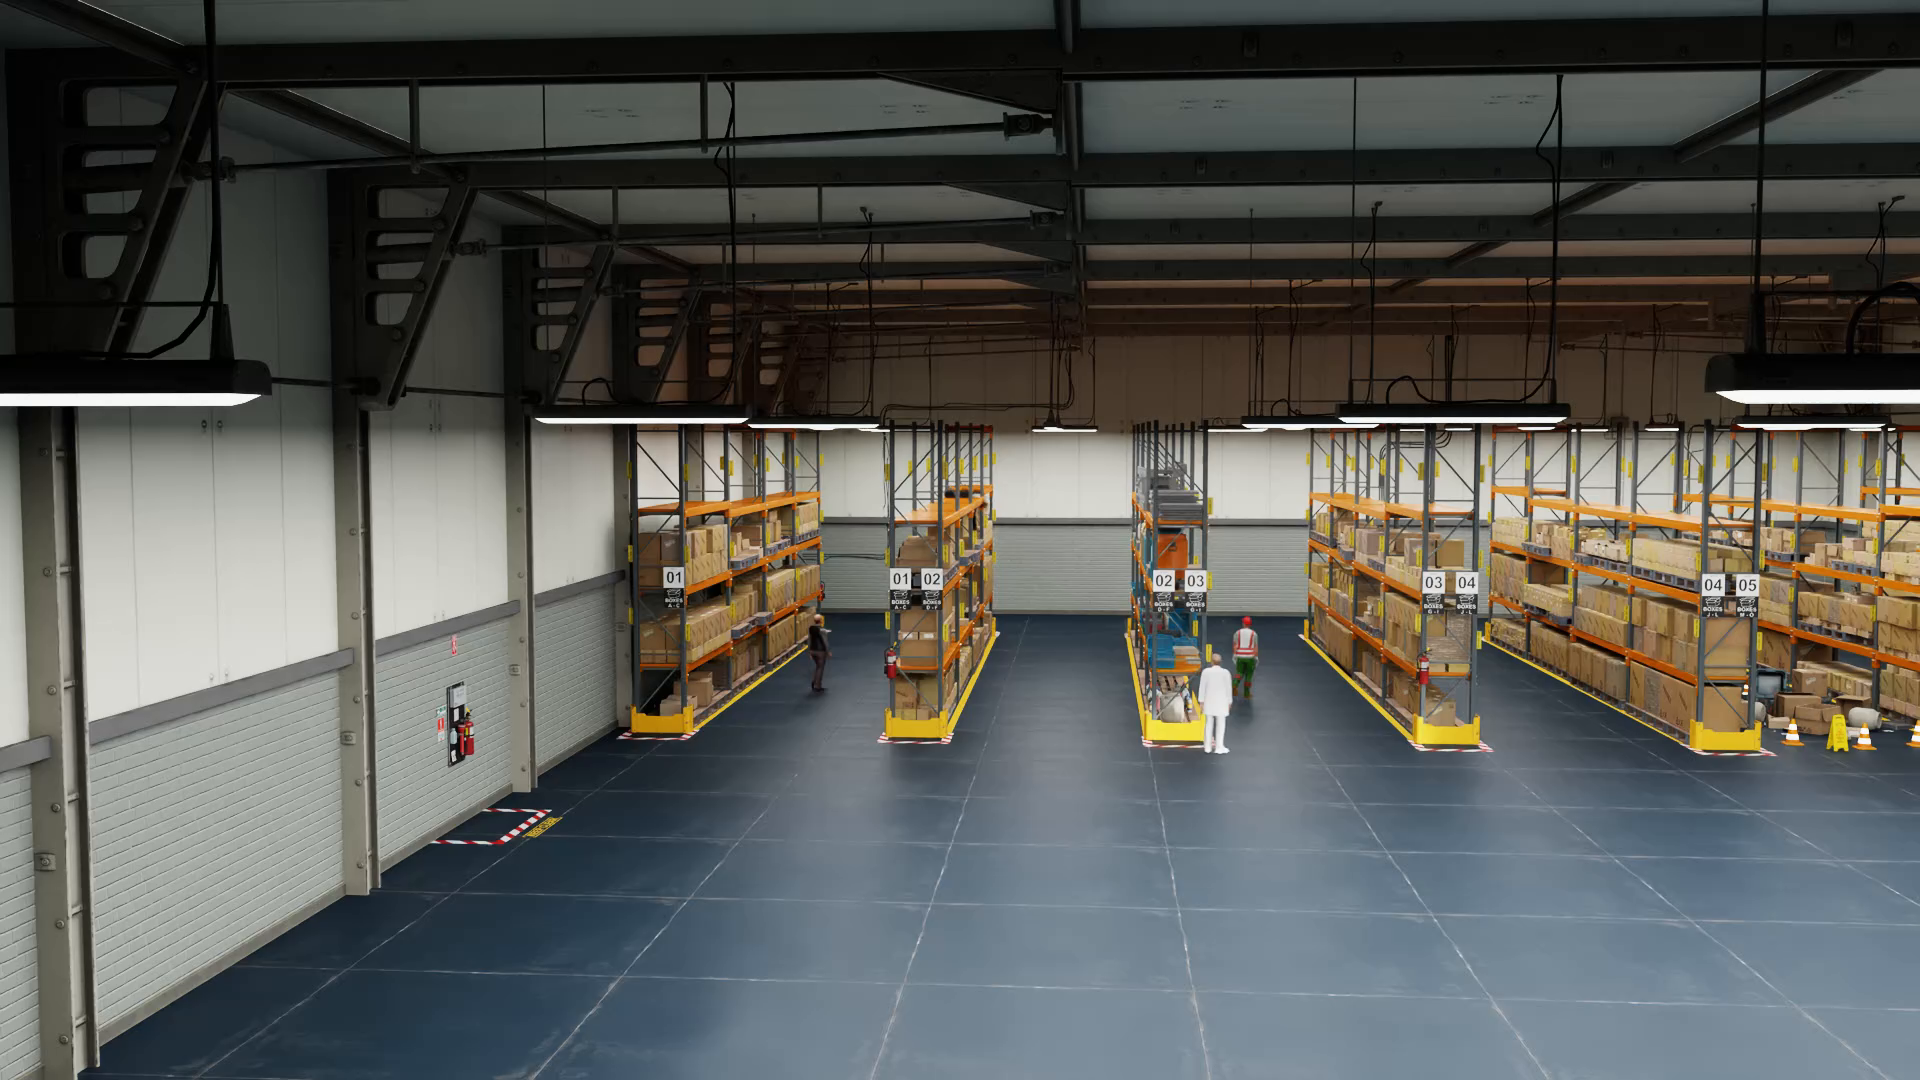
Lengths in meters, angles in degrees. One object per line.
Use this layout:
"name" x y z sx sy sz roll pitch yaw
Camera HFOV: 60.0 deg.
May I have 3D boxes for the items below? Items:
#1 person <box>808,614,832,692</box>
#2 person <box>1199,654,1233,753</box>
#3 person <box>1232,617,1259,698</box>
"person" -3.104 2.515 37.037 0.557 1.738 0.466 3 5 41
"person" 4.616 2.931 29.911 0.582 1.787 0.388 2 4 34
"person" 6.160 2.545 35.966 0.528 1.781 0.669 3 5 42
